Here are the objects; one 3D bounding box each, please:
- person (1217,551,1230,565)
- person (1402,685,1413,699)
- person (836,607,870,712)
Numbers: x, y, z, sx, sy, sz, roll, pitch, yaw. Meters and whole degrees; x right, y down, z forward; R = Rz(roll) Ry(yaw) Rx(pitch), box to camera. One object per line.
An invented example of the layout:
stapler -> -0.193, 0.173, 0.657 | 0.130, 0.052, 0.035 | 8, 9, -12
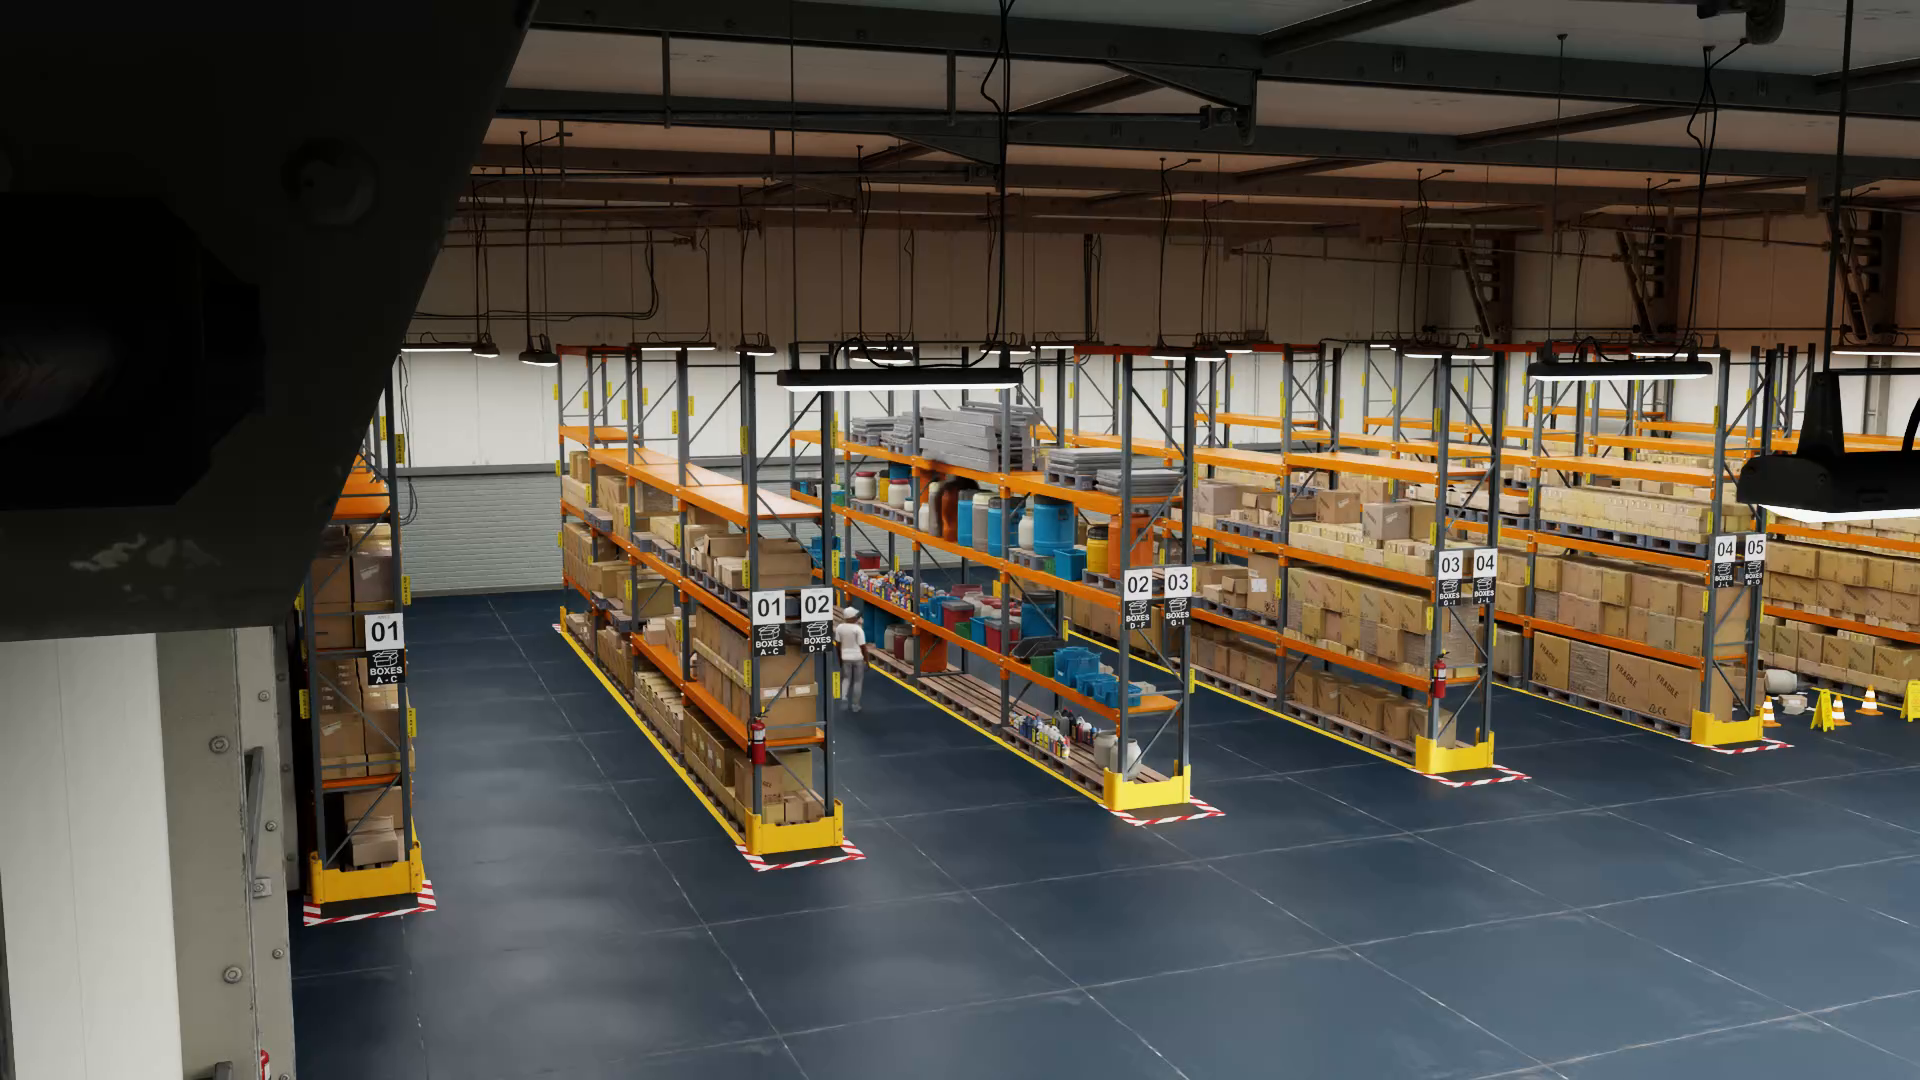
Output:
person -> 6.659, 0.027, 43.067 | 0.533, 1.643, 0.719 | 6, 10, 41
person -> 7.504, 1.996, 27.980 | 0.436, 1.615, 0.493 | 6, 10, 41
person -> -1.778, 1.965, 27.323 | 0.589, 1.754, 0.602 | 2, 7, 14
